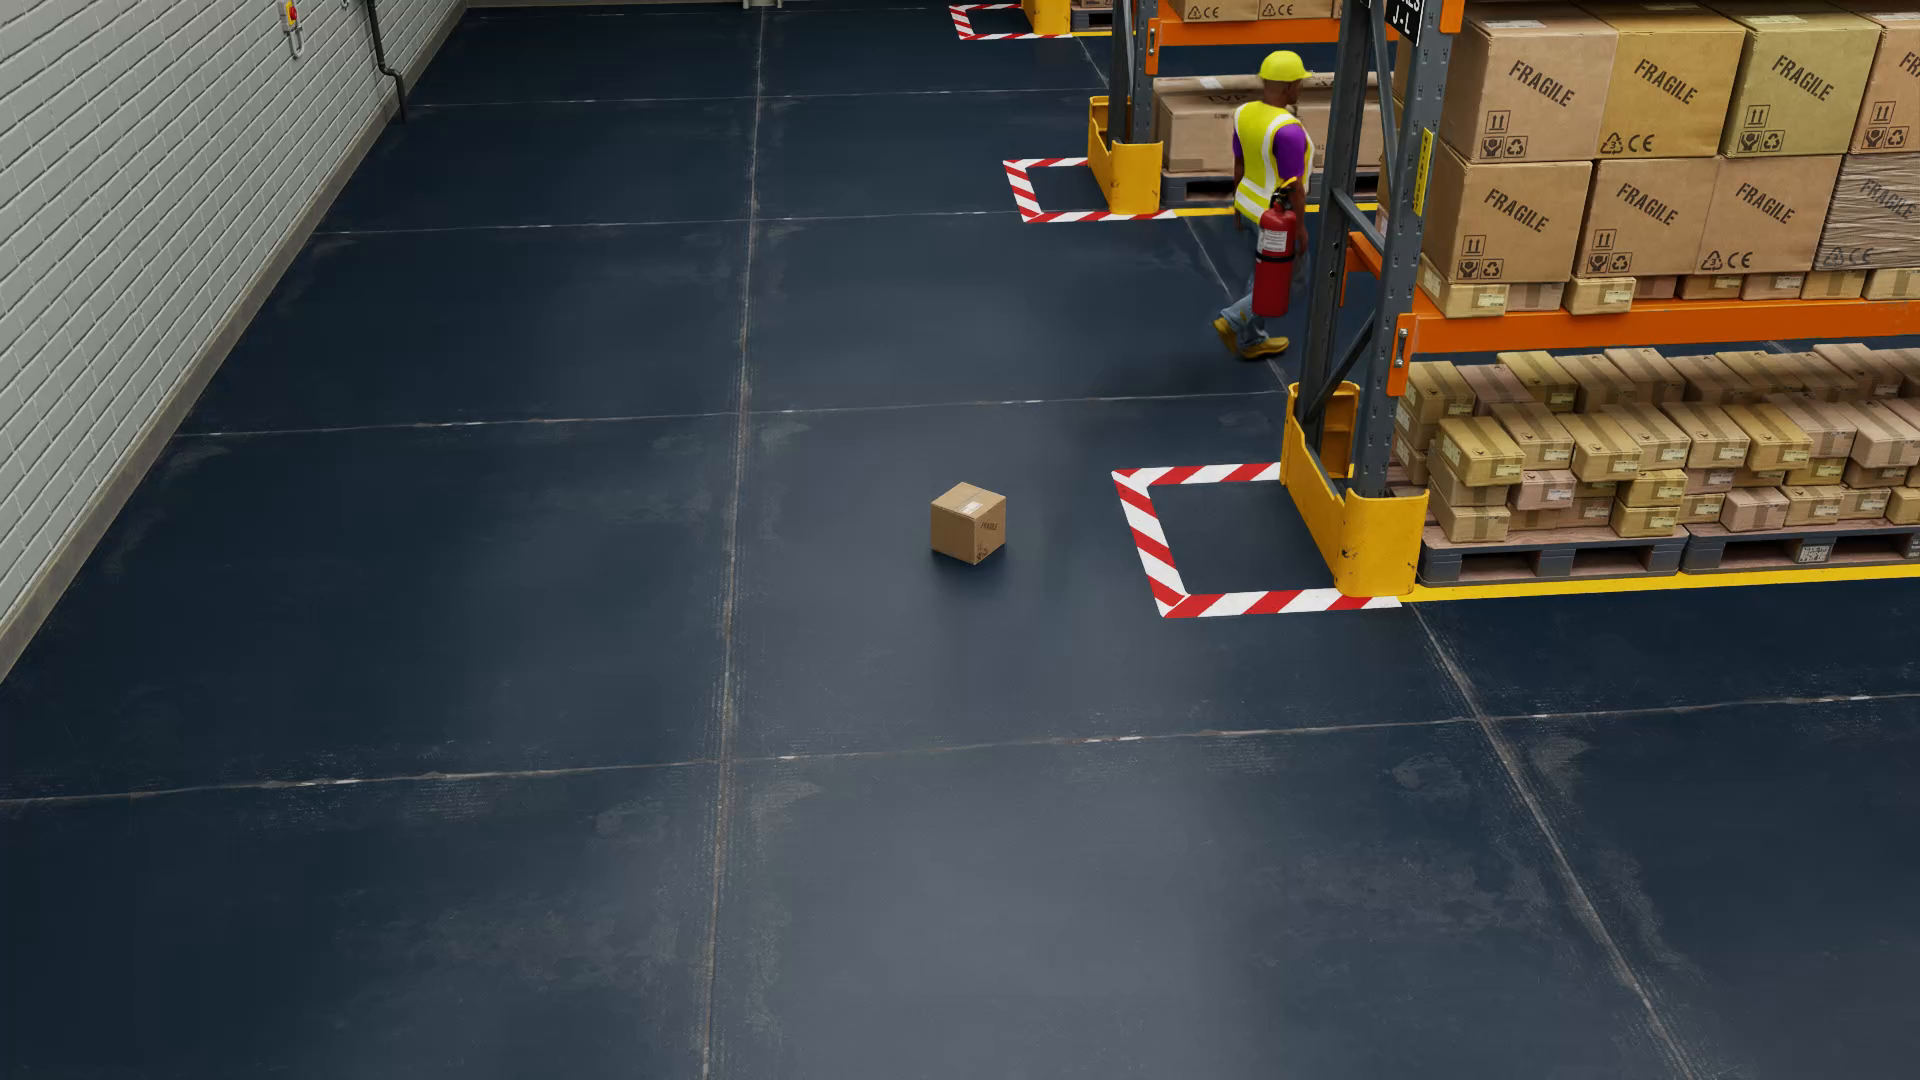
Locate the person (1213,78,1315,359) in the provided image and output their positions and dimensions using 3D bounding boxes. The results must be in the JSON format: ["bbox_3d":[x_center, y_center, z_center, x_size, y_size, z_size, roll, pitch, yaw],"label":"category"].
[{"bbox_3d":[1.654,-1.757,9.045,0.589,1.717,0.600,-12,33,-19],"label":"person"}]
